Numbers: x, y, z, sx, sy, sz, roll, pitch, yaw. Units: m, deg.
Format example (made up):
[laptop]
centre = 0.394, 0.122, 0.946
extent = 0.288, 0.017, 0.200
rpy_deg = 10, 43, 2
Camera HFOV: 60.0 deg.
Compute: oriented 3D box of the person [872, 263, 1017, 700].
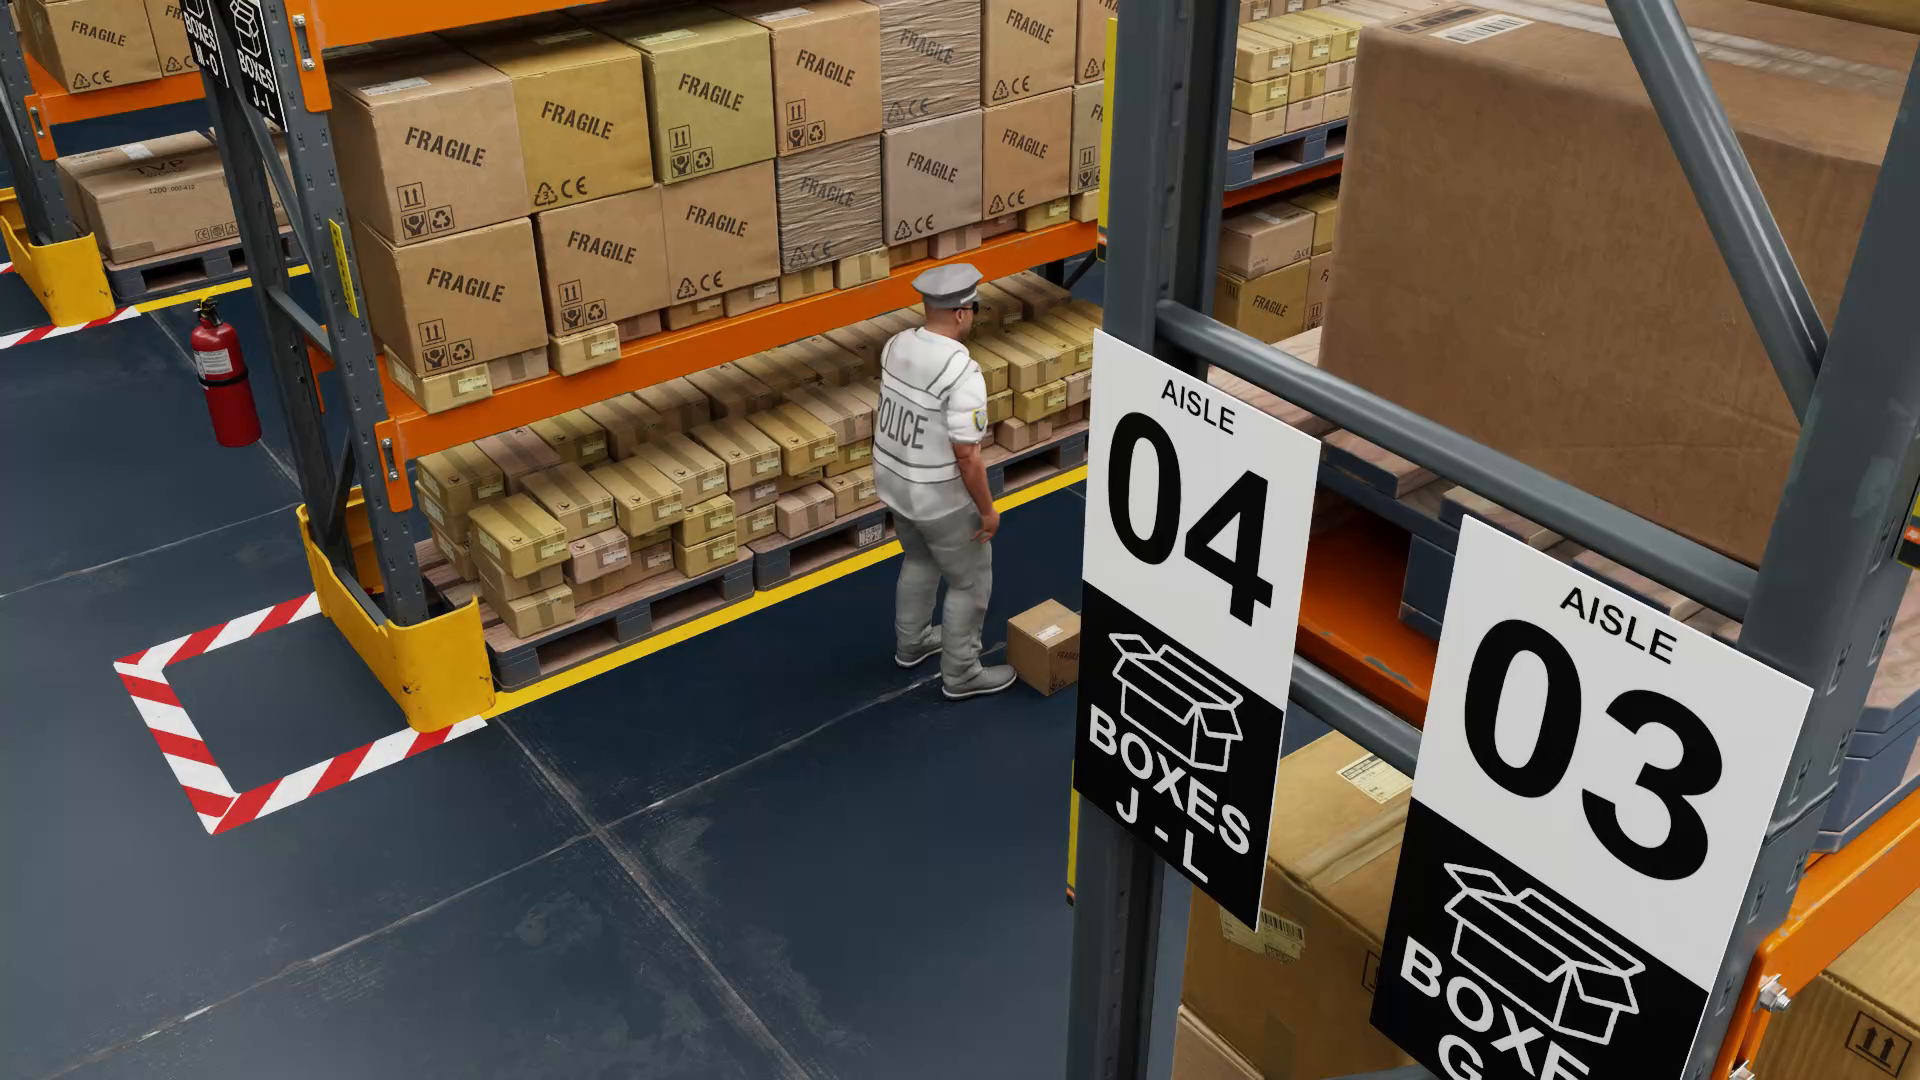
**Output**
[person]
centre = -0.089, -0.201, 6.451
extent = 0.441, 1.748, 0.587
rpy_deg = -23, 39, -32
